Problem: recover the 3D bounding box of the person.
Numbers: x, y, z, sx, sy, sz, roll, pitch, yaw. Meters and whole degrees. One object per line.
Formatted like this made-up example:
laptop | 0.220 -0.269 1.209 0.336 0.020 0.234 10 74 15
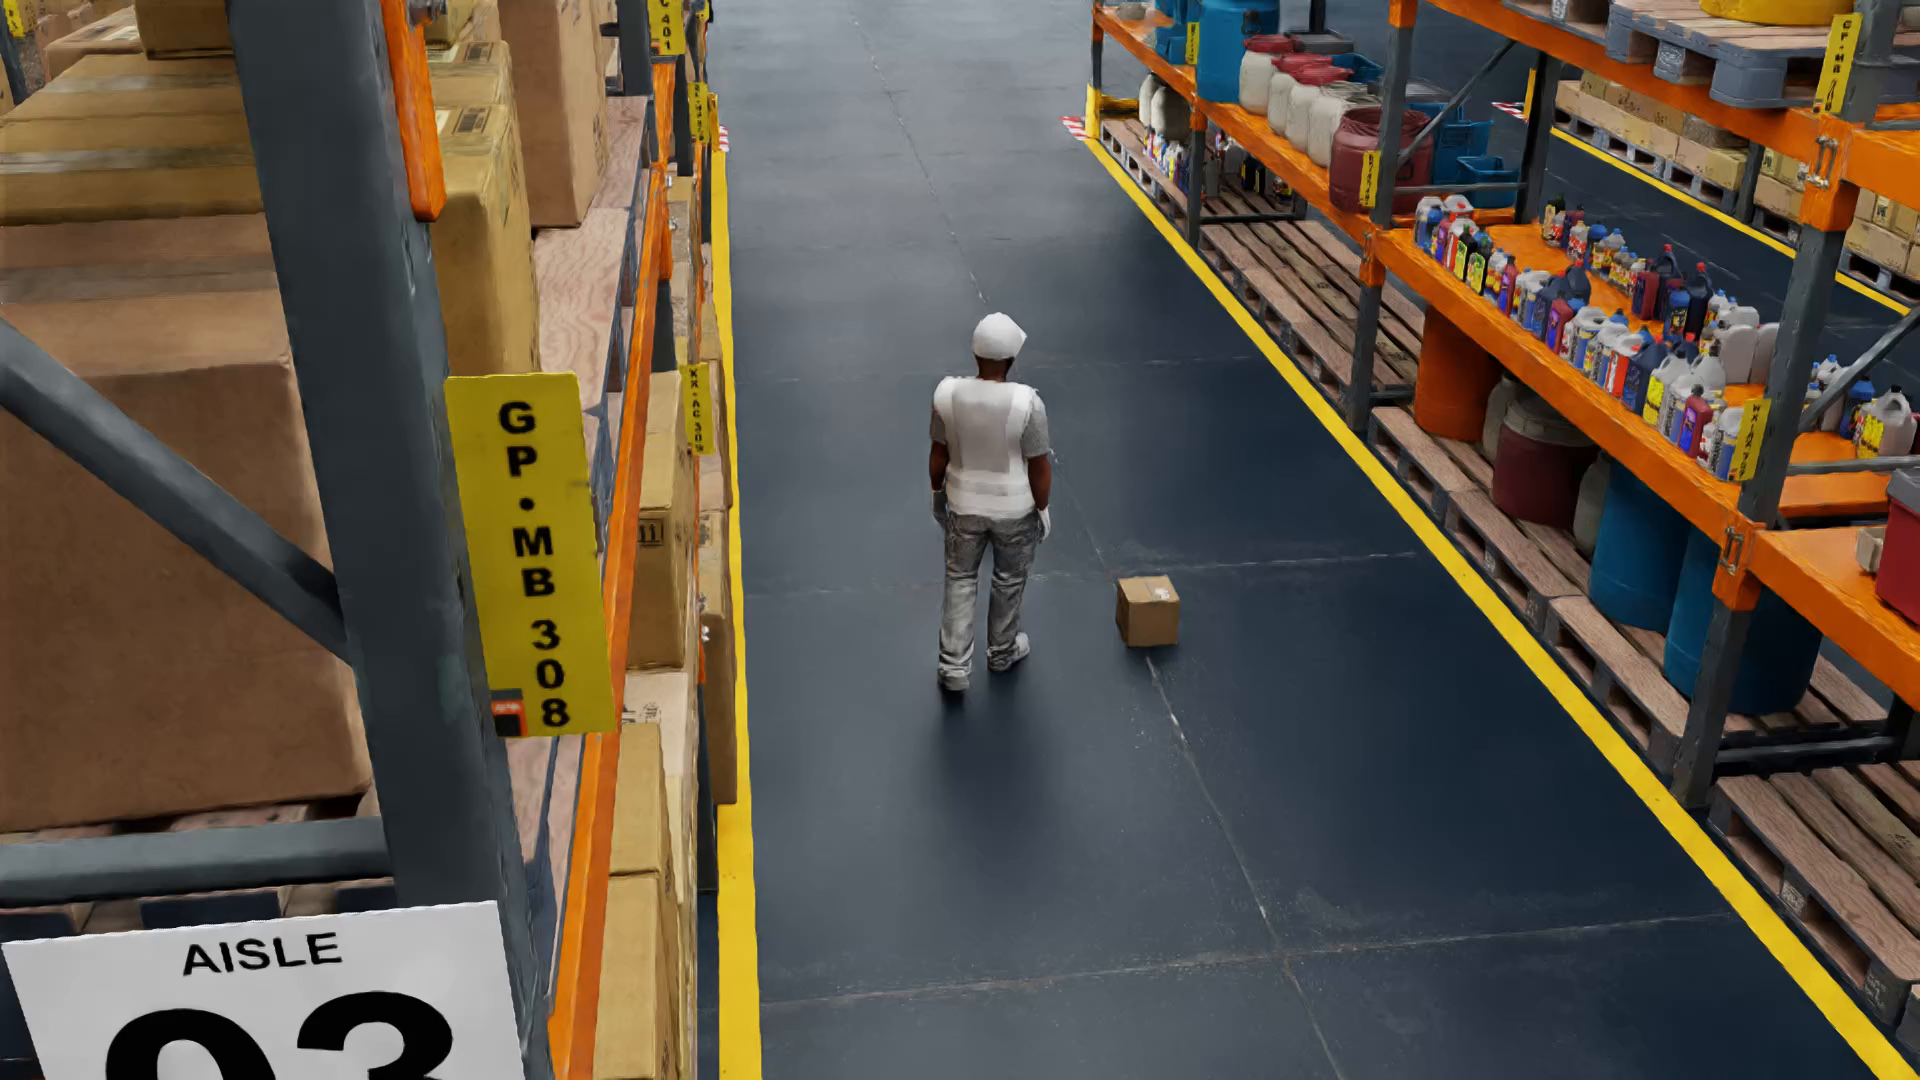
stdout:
person | 0.133 -0.163 7.400 0.565 1.787 0.649 7 28 14
